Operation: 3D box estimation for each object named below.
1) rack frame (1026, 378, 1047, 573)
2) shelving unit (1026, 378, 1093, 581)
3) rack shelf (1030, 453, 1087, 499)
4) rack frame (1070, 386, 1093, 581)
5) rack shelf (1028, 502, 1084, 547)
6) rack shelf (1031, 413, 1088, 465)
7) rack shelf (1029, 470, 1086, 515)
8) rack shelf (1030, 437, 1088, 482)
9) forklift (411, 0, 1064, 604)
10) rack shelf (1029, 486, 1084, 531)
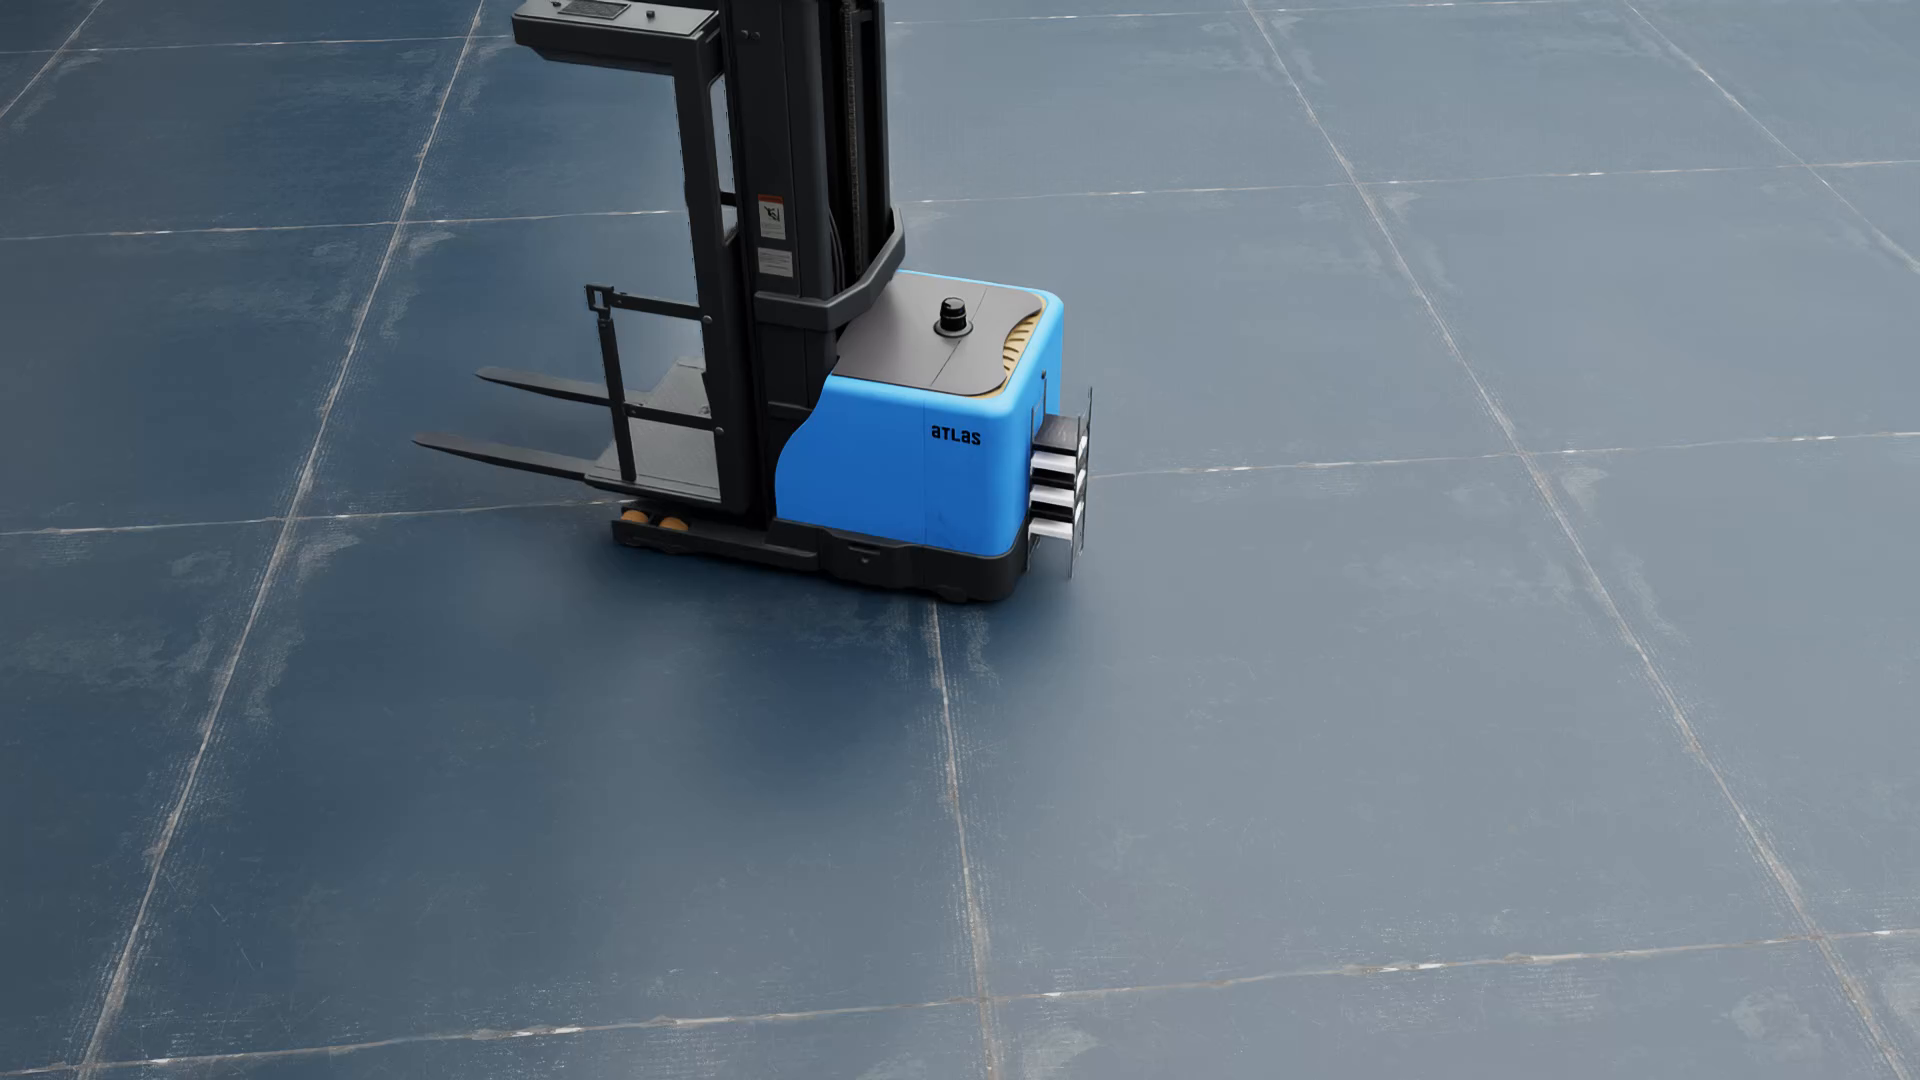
[{"bbox_3d":[0.338,-0.273,7.370,0.006,0.900,0.240,10,39,13],"label":"rack frame"},{"bbox_3d":[0.435,-0.256,7.347,0.210,0.900,0.258,10,39,13],"label":"shelving unit"},{"bbox_3d":[0.435,-0.300,7.312,0.200,0.077,0.258,10,39,13],"label":"rack shelf"},{"bbox_3d":[0.533,-0.238,7.325,0.006,0.900,0.240,10,39,13],"label":"rack frame"},{"bbox_3d":[0.435,-0.088,7.479,0.200,0.077,0.258,10,39,13],"label":"rack shelf"},{"bbox_3d":[0.435,-0.441,7.201,0.200,0.077,0.258,10,39,13],"label":"rack shelf"},{"bbox_3d":[0.435,-0.229,7.368,0.200,0.077,0.258,10,39,13],"label":"rack shelf"},{"bbox_3d":[0.435,-0.371,7.256,0.200,0.077,0.258,10,39,13],"label":"rack shelf"},{"bbox_3d":[-1.099,-1.389,7.144,3.031,2.935,1.130,10,39,13],"label":"forklift"},{"bbox_3d":[0.435,-0.159,7.424,0.200,0.077,0.258,10,39,13],"label":"rack shelf"}]
